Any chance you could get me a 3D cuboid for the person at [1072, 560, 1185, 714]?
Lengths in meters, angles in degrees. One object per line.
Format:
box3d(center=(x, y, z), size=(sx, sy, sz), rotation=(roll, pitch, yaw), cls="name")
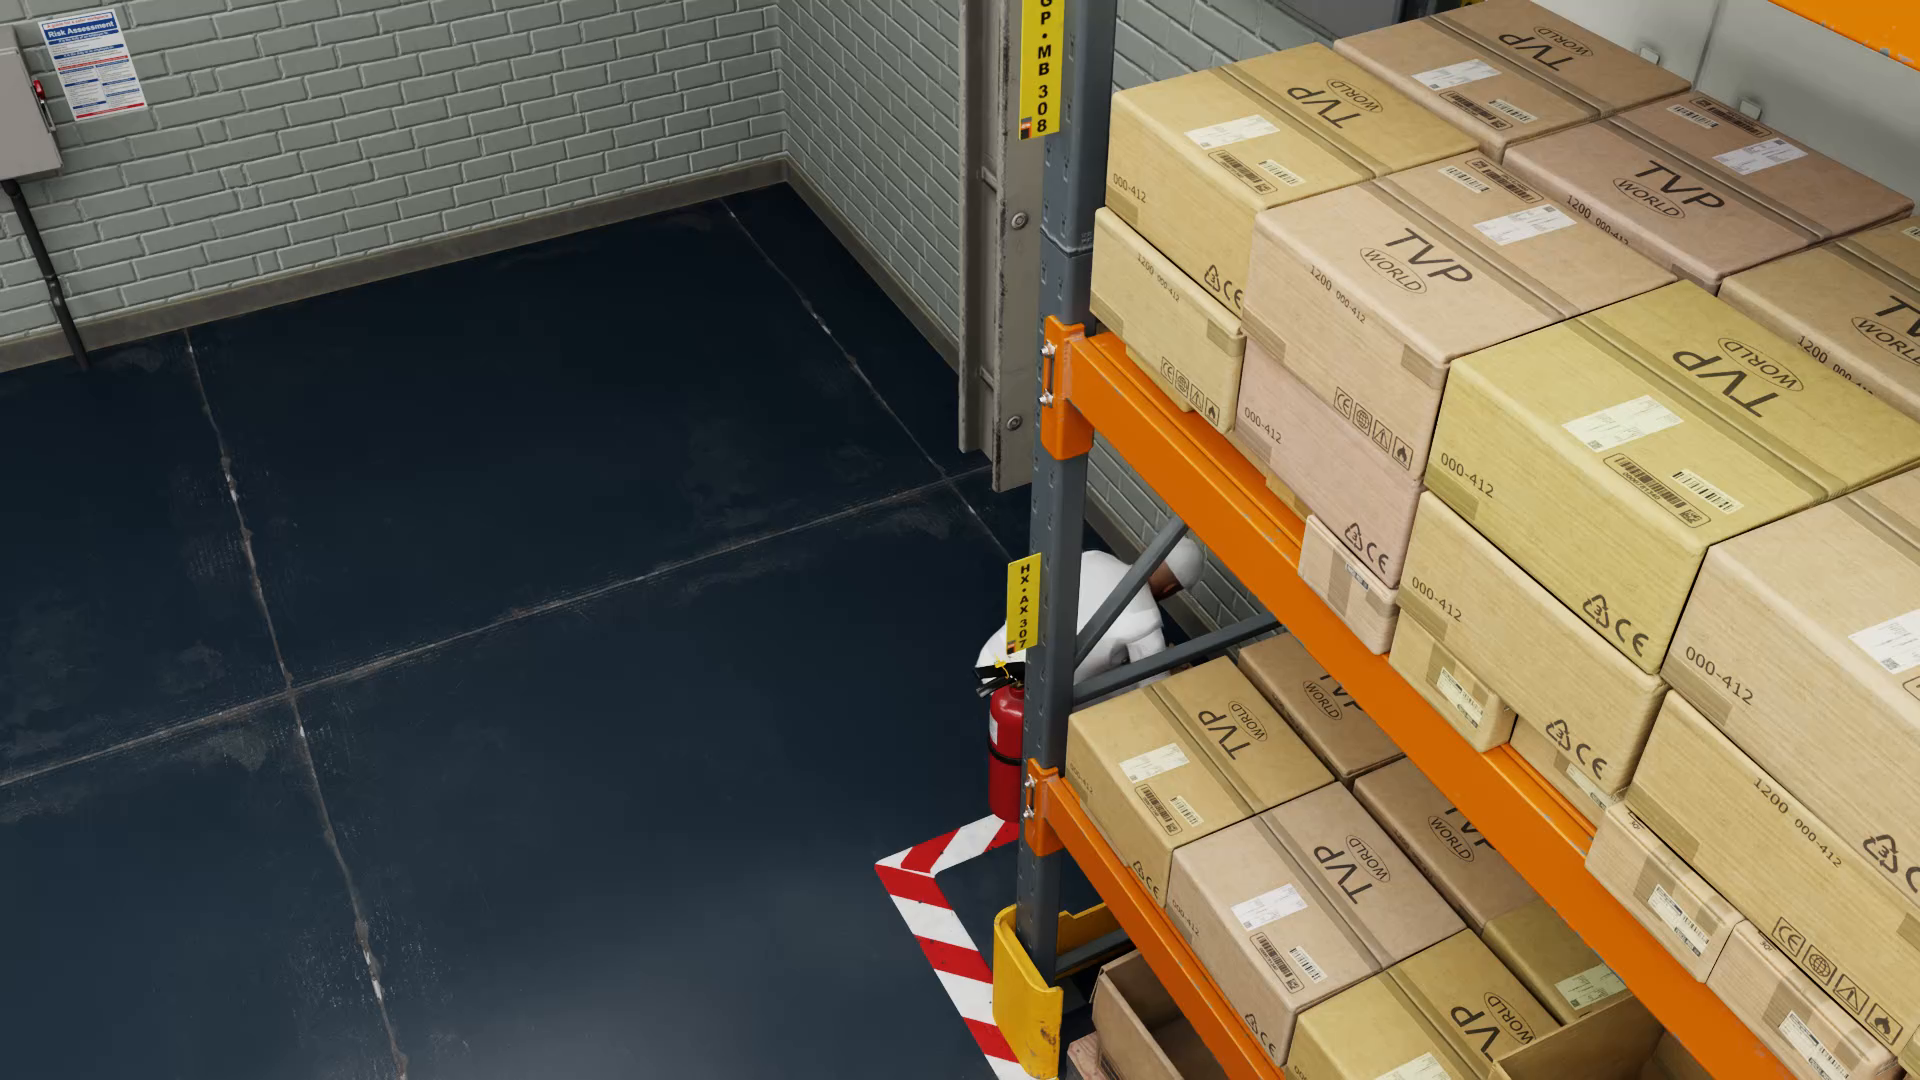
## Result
box3d(center=(0.506, 0.452, 6.361), size=(0.845, 0.869, 0.525), rotation=(-13, 43, -15), cls="person")
